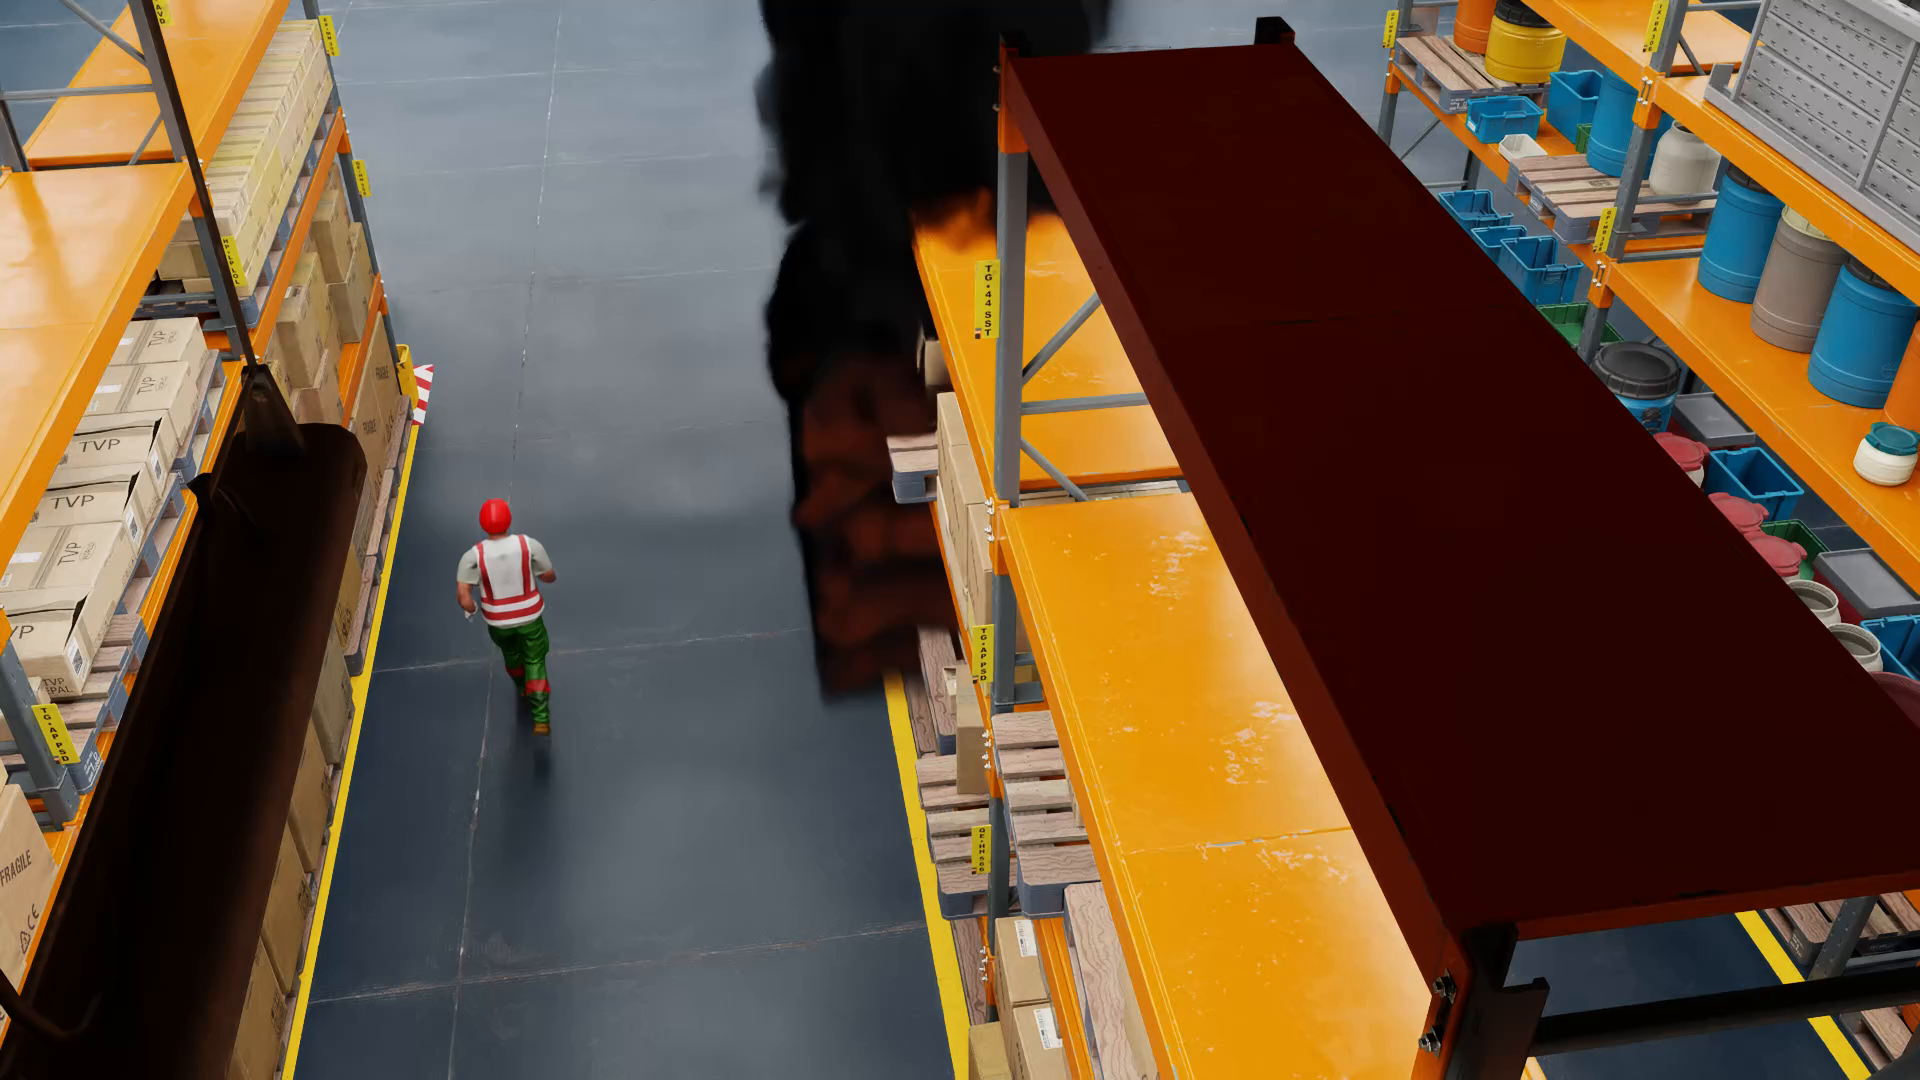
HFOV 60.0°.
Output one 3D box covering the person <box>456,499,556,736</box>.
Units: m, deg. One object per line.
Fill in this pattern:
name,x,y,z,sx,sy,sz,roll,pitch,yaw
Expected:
person,-3.002,0.538,11.206,0.634,1.777,0.984,-8,37,-11
